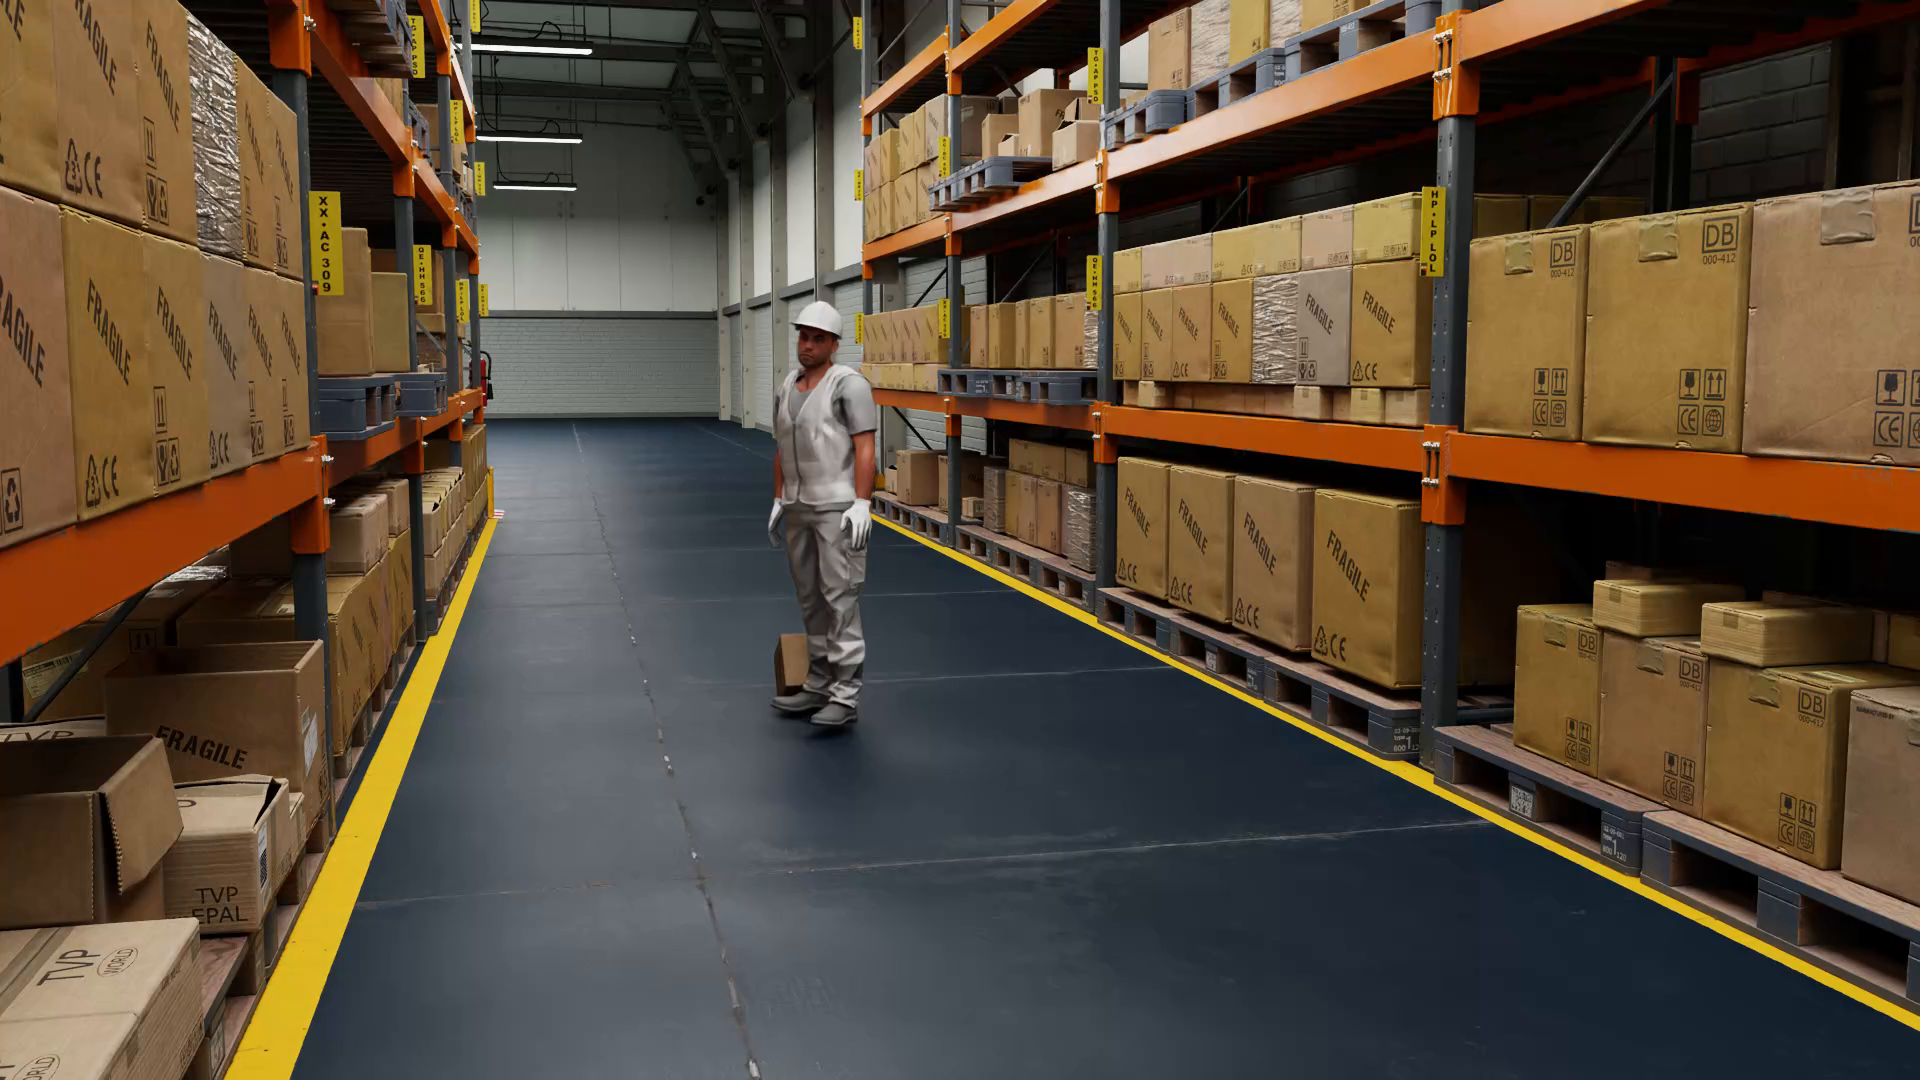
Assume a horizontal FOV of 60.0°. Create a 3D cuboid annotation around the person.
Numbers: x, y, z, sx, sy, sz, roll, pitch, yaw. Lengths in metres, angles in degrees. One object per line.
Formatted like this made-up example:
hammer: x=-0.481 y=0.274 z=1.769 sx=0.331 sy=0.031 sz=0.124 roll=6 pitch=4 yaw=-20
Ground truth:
person: x=-0.597 y=-0.117 z=7.097 sx=0.606 sy=1.789 sz=0.444 roll=6 pitch=8 yaw=43
